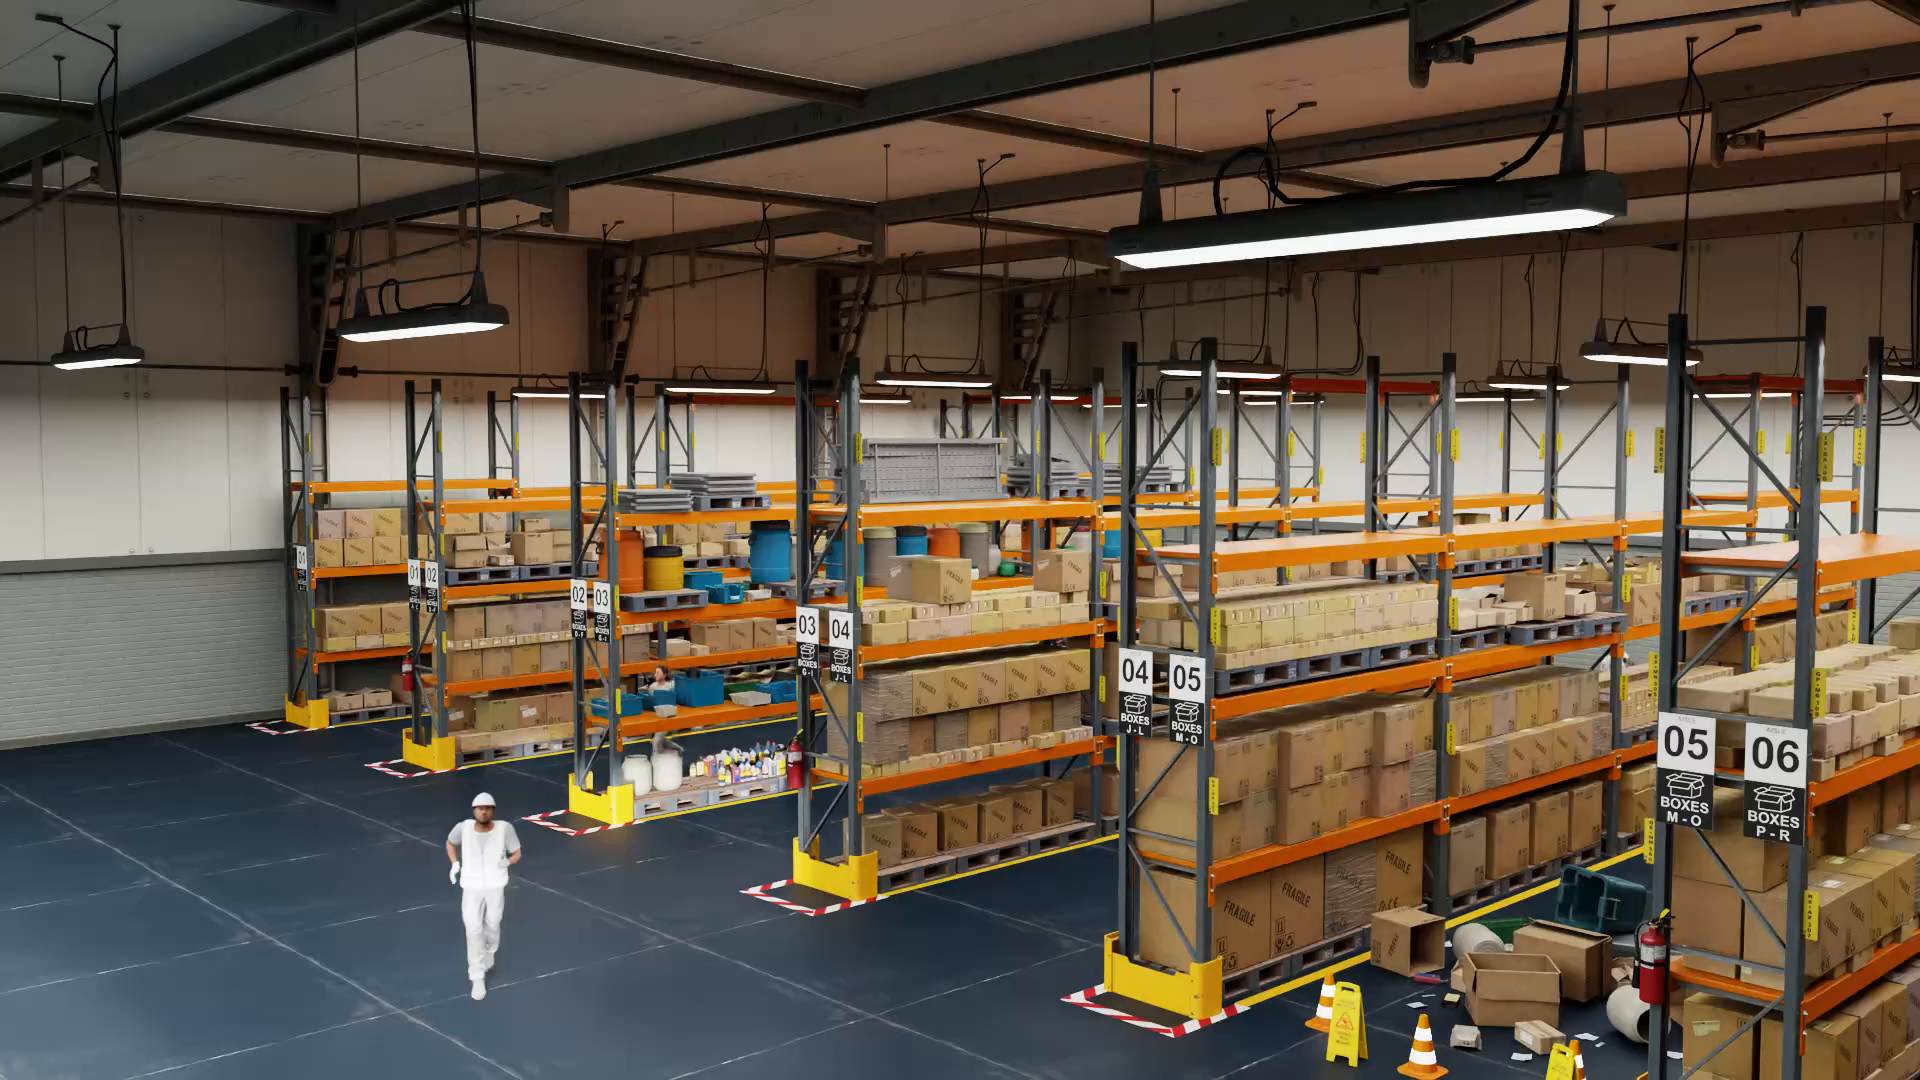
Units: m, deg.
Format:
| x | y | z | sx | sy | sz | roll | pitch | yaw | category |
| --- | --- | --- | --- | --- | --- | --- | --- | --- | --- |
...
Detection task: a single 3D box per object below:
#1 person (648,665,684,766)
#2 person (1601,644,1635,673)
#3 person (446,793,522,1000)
| x | y | z | sx | sy | sz | roll | pitch | yaw | category |
| --- | --- | --- | --- | --- | --- | --- | --- | --- | --- |
| -4.481 | 2.706 | 25.170 | 0.566 | 1.650 | 0.922 | 2 | 4 | 32 | person |
| 11.342 | 2.529 | 28.577 | 0.644 | 1.714 | 0.653 | 1 | 4 | 19 | person |
| -4.448 | 3.263 | 15.577 | 0.674 | 1.813 | 0.948 | -1 | 4 | -18 | person |
